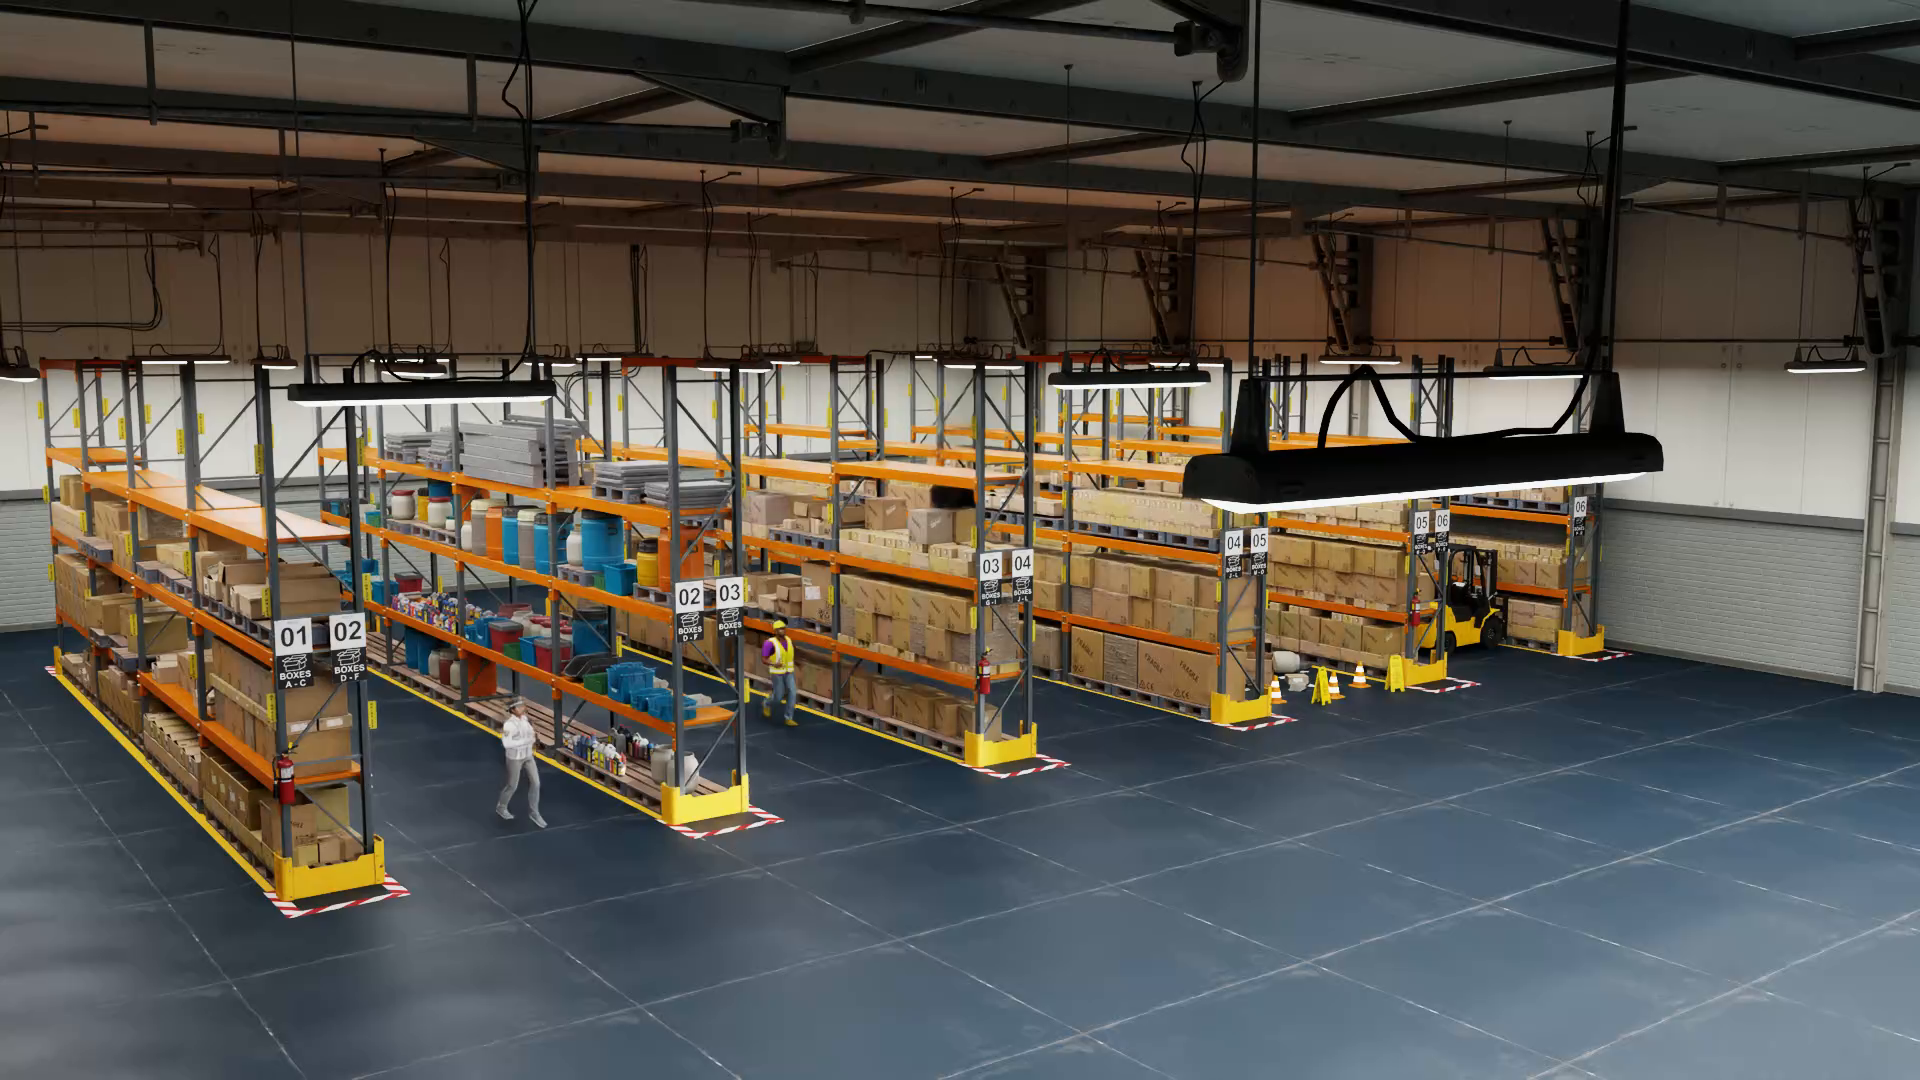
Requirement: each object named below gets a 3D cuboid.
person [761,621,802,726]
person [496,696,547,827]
[{"bbox_3d":[-2.953,2.185,27.443,0.714,1.733,0.791,-6,9,-40],"label":"person"},{"bbox_3d":[-5.778,2.883,21.736,0.752,1.745,0.601,4,8,30],"label":"person"}]
